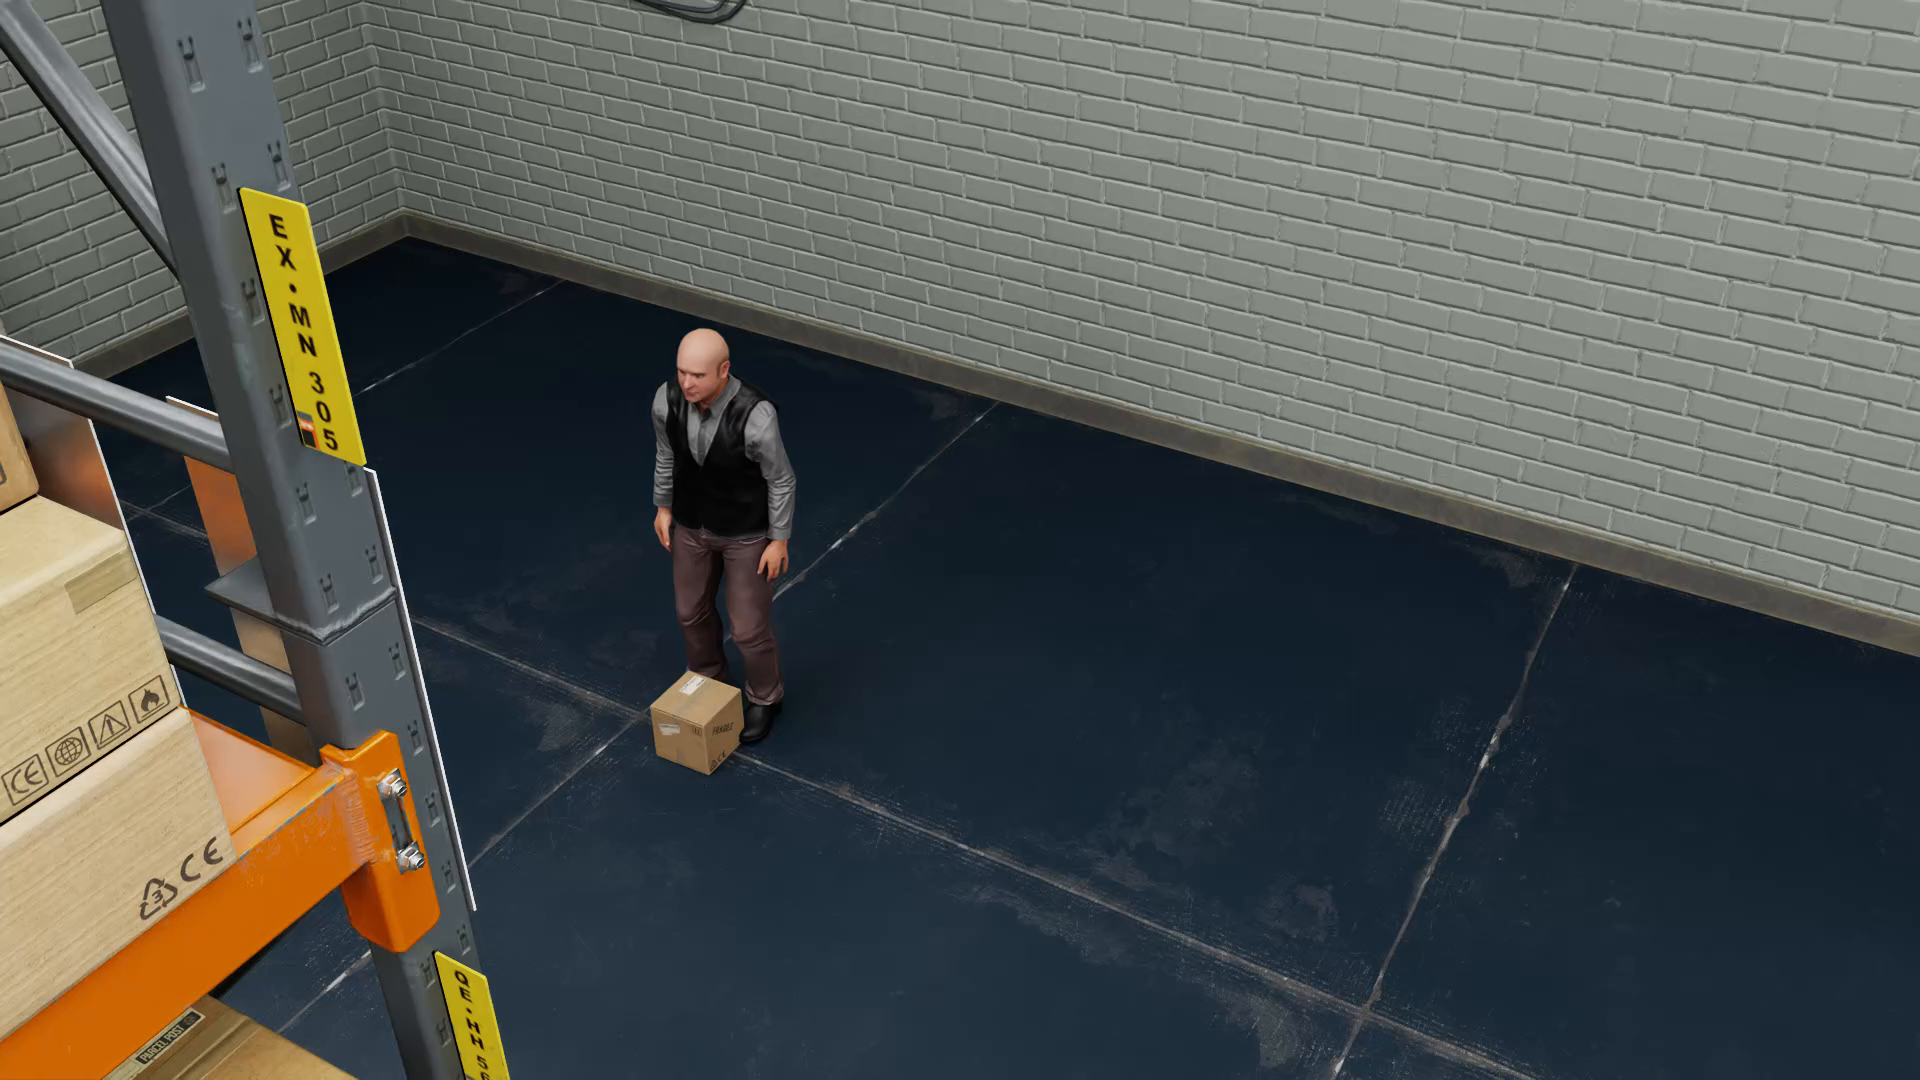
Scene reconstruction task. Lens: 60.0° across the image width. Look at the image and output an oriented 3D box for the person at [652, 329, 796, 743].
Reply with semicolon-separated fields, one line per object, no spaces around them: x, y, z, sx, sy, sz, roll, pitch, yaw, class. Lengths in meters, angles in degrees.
-0.875;-0.043;6.228;0.583;1.719;0.424;16;37;22;person
